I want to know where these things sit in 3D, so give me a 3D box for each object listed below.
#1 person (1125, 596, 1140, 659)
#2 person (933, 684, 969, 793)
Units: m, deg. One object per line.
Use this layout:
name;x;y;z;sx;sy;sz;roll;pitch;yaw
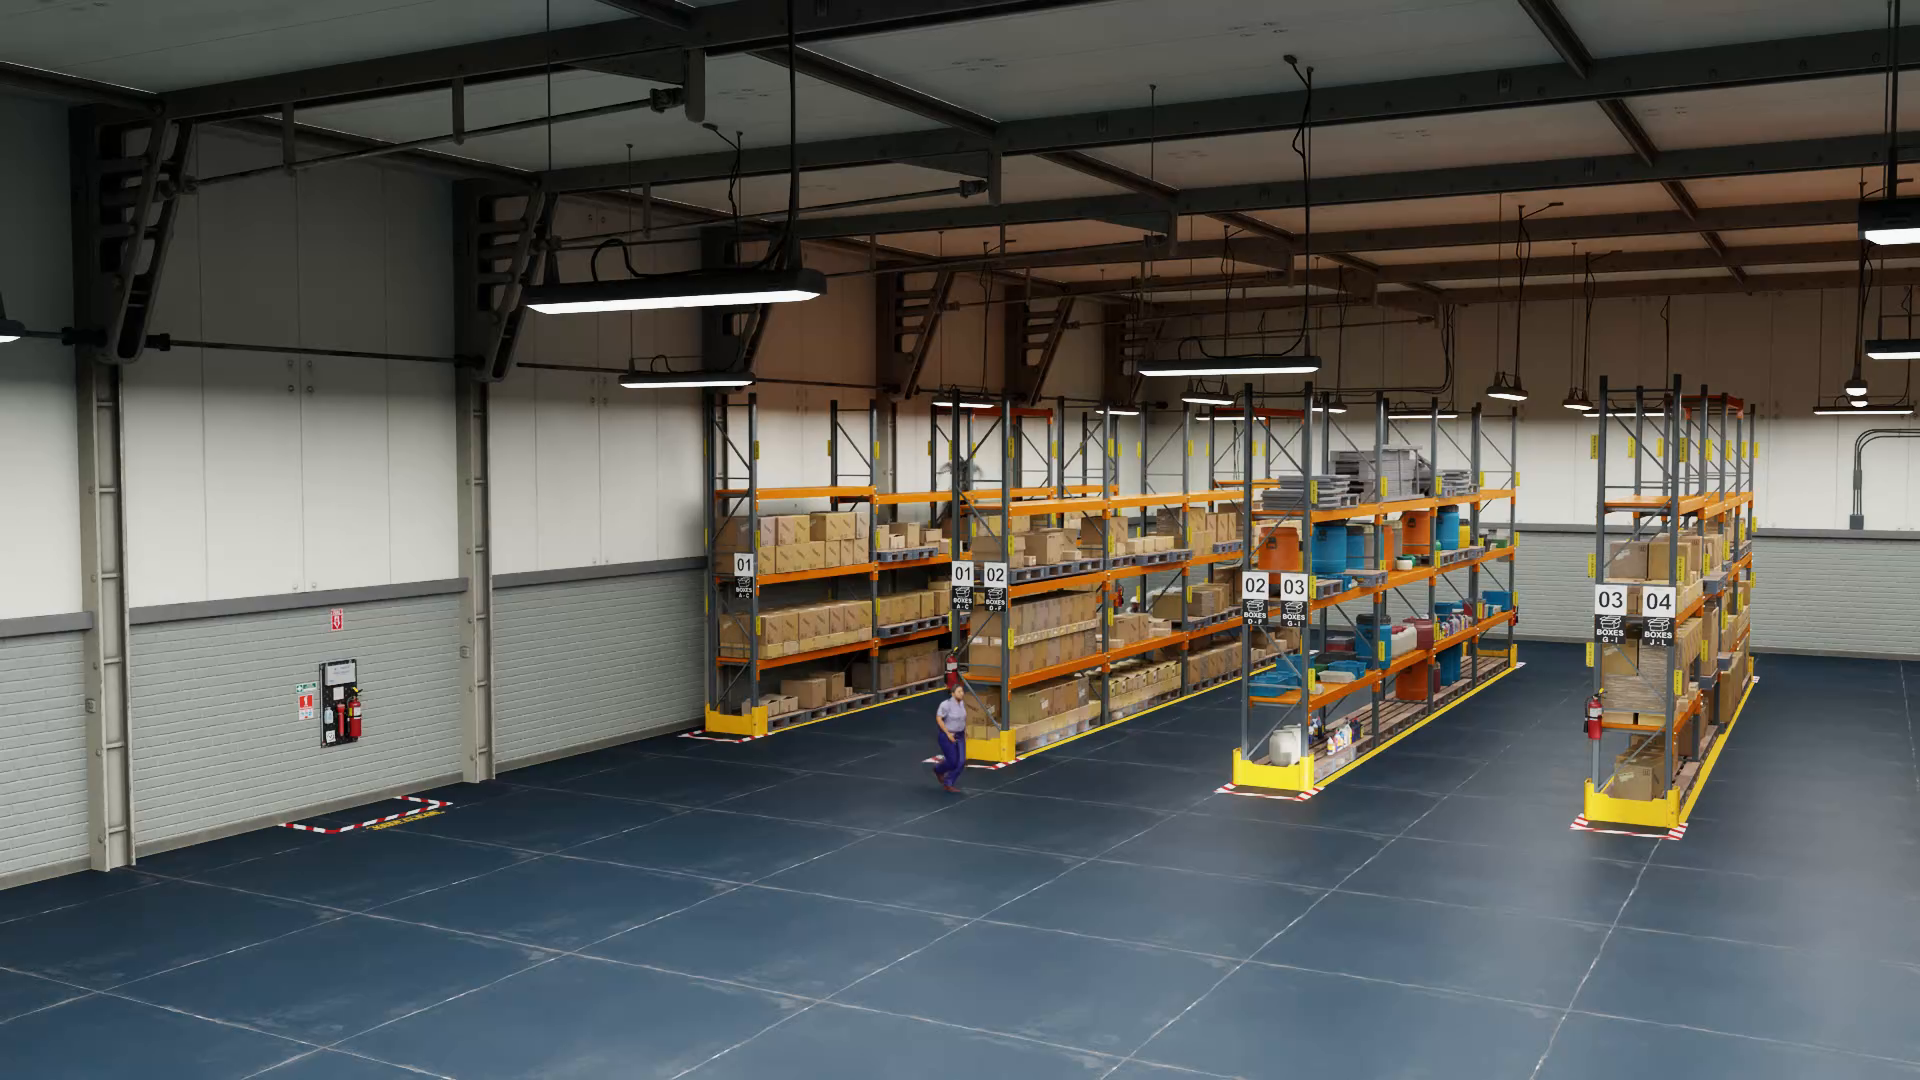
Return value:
person;3.994;2.119;37.691;0.645;1.712;0.676;1;3;15
person;-0.165;2.900;24.451;0.598;1.604;0.563;-3;4;-44
